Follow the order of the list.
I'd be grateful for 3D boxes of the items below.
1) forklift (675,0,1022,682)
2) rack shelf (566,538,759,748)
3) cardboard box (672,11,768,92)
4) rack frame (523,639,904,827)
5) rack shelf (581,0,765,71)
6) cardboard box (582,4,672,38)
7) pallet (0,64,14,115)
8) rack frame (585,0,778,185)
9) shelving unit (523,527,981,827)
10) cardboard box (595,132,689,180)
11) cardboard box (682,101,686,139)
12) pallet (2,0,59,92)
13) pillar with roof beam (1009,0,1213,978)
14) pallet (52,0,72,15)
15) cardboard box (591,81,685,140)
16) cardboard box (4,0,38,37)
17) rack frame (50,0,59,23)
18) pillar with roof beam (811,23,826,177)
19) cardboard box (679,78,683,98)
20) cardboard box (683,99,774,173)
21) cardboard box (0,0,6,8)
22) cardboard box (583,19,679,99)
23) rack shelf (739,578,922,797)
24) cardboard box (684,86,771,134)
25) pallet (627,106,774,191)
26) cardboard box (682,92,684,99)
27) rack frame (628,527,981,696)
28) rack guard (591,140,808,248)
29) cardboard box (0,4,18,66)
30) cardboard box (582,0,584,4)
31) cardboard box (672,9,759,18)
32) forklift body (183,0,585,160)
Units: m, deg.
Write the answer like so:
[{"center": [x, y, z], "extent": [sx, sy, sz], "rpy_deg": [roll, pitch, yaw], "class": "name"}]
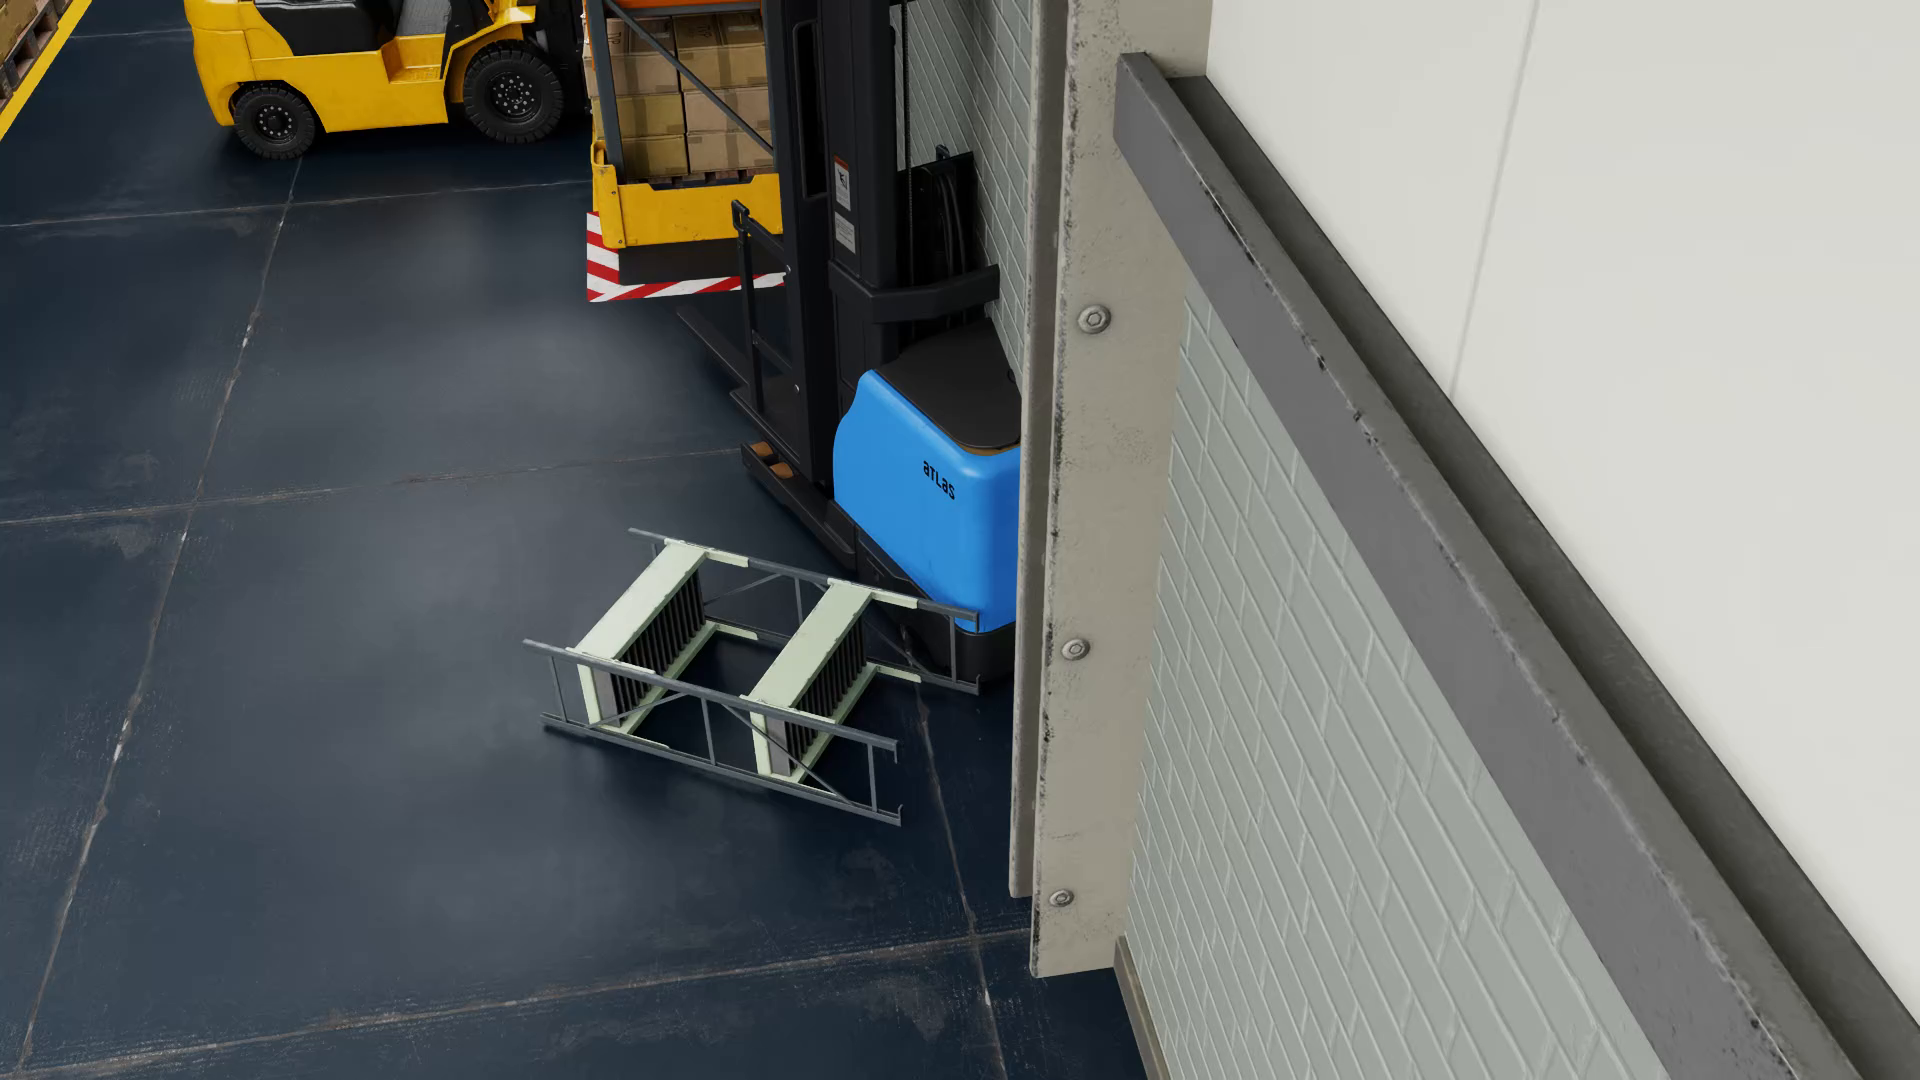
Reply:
[{"center": [-0.339, -1.481, 6.768], "extent": [1.130, 2.935, 3.031], "rpy_deg": [-22, 43, -25], "class": "forklift"}, {"center": [-1.123, 0.397, 6.374], "extent": [0.370, 0.431, 0.720], "rpy_deg": [13, 39, 18], "class": "rack shelf"}, {"center": [-1.362, -2.786, 9.475], "extent": [0.500, 0.250, 0.500], "rpy_deg": [-7, 38, -9], "class": "cardboard box"}, {"center": [-0.901, 0.686, 5.982], "extent": [1.500, 0.400, 0.023], "rpy_deg": [13, 39, 18], "class": "rack frame"}, {"center": [-1.815, -3.925, 10.443], "extent": [1.077, 0.370, 4.000], "rpy_deg": [-6, 38, -8], "class": "rack shelf"}, {"center": [-1.947, -3.028, 9.786], "extent": [0.500, 0.250, 0.500], "rpy_deg": [-6, 38, -7], "class": "cardboard box"}, {"center": [-6.682, -2.639, 10.475], "extent": [1.003, 0.211, 1.213], "rpy_deg": [-6, 38, -8], "class": "pallet"}, {"center": [-1.464, -3.001, 8.667], "extent": [1.000, 3.000, 0.127], "rpy_deg": [-6, 38, -8], "class": "rack frame"}, {"center": [-0.762, 0.480, 6.251], "extent": [1.500, 0.431, 0.755], "rpy_deg": [13, 39, 18], "class": "shelving unit"}, {"center": [-1.857, -2.330, 9.704], "extent": [0.500, 0.250, 0.500], "rpy_deg": [-6, 38, -8], "class": "cardboard box"}, {"center": [-1.935, -2.632, 10.092], "extent": [0.500, 0.250, 0.500], "rpy_deg": [-6, 38, -8], "class": "cardboard box"}, {"center": [-6.899, -3.377, 11.425], "extent": [1.003, 0.211, 1.213], "rpy_deg": [-6, 38, -8], "class": "pallet"}, {"center": [-3.885, -1.800, 2.232], "extent": [9.100, 9.000, 0.400], "rpy_deg": [-6, 38, -8], "class": "pillar with roof beam"}, {"center": [-7.189, -4.249, 12.548], "extent": [1.003, 0.211, 1.213], "rpy_deg": [-6, 38, -8], "class": "pallet"}, {"center": [-1.857, -2.538, 9.564], "extent": [0.500, 0.250, 0.500], "rpy_deg": [-7, 38, -9], "class": "cardboard box"}, {"center": [-6.683, -3.632, 11.379], "extent": [0.500, 0.250, 0.500], "rpy_deg": [-5, 38, -6], "class": "cardboard box"}, {"center": [-7.051, -4.881, 11.087], "extent": [1.000, 3.000, 0.127], "rpy_deg": [-6, 38, -8], "class": "rack frame"}, {"center": [-4.937, -5.424, 6.897], "extent": [9.100, 9.000, 0.400], "rpy_deg": [-6, 38, -8], "class": "pillar with roof beam"}, {"center": [-1.934, -2.843, 9.955], "extent": [0.500, 0.250, 0.500], "rpy_deg": [-7, 38, -8], "class": "cardboard box"}, {"center": [-1.358, -2.398, 9.791], "extent": [0.500, 0.250, 0.500], "rpy_deg": [-6, 38, -8], "class": "cardboard box"}, {"center": [-6.593, -3.621, 10.754], "extent": [0.500, 0.500, 0.500], "rpy_deg": [-6, 38, -7], "class": "cardboard box"}, {"center": [-1.852, -2.720, 9.390], "extent": [0.500, 0.250, 0.500], "rpy_deg": [-5, 38, -6], "class": "cardboard box"}, {"center": [-0.460, 0.549, 6.148], "extent": [0.370, 0.431, 0.720], "rpy_deg": [13, 39, 18], "class": "rack shelf"}, {"center": [-1.342, -2.584, 9.623], "extent": [0.500, 0.250, 0.500], "rpy_deg": [-6, 38, -7], "class": "cardboard box"}, {"center": [-1.639, -2.357, 10.112], "extent": [1.003, 0.211, 1.213], "rpy_deg": [-6, 38, -8], "class": "pallet"}, {"center": [-1.441, -2.886, 10.012], "extent": [0.500, 0.250, 0.500], "rpy_deg": [-7, 38, -8], "class": "cardboard box"}, {"center": [-0.623, 0.274, 6.519], "extent": [1.500, 0.400, 0.023], "rpy_deg": [13, 39, 18], "class": "rack frame"}, {"center": [-1.460, -1.999, 9.416], "extent": [1.175, 0.500, 0.348], "rpy_deg": [-6, 38, -8], "class": "rack guard"}, {"center": [-6.580, -3.312, 10.967], "extent": [0.500, 0.250, 0.500], "rpy_deg": [-7, 38, -9], "class": "cardboard box"}, {"center": [-2.045, -3.332, 10.177], "extent": [0.500, 0.250, 0.500], "rpy_deg": [-6, 38, -7], "class": "cardboard box"}, {"center": [-1.453, -3.088, 9.863], "extent": [0.500, 0.250, 0.500], "rpy_deg": [-6, 38, -8], "class": "cardboard box"}, {"center": [-3.593, -3.615, 10.150], "extent": [2.313, 2.155, 1.214], "rpy_deg": [-6, 38, -8], "class": "forklift body"}]
